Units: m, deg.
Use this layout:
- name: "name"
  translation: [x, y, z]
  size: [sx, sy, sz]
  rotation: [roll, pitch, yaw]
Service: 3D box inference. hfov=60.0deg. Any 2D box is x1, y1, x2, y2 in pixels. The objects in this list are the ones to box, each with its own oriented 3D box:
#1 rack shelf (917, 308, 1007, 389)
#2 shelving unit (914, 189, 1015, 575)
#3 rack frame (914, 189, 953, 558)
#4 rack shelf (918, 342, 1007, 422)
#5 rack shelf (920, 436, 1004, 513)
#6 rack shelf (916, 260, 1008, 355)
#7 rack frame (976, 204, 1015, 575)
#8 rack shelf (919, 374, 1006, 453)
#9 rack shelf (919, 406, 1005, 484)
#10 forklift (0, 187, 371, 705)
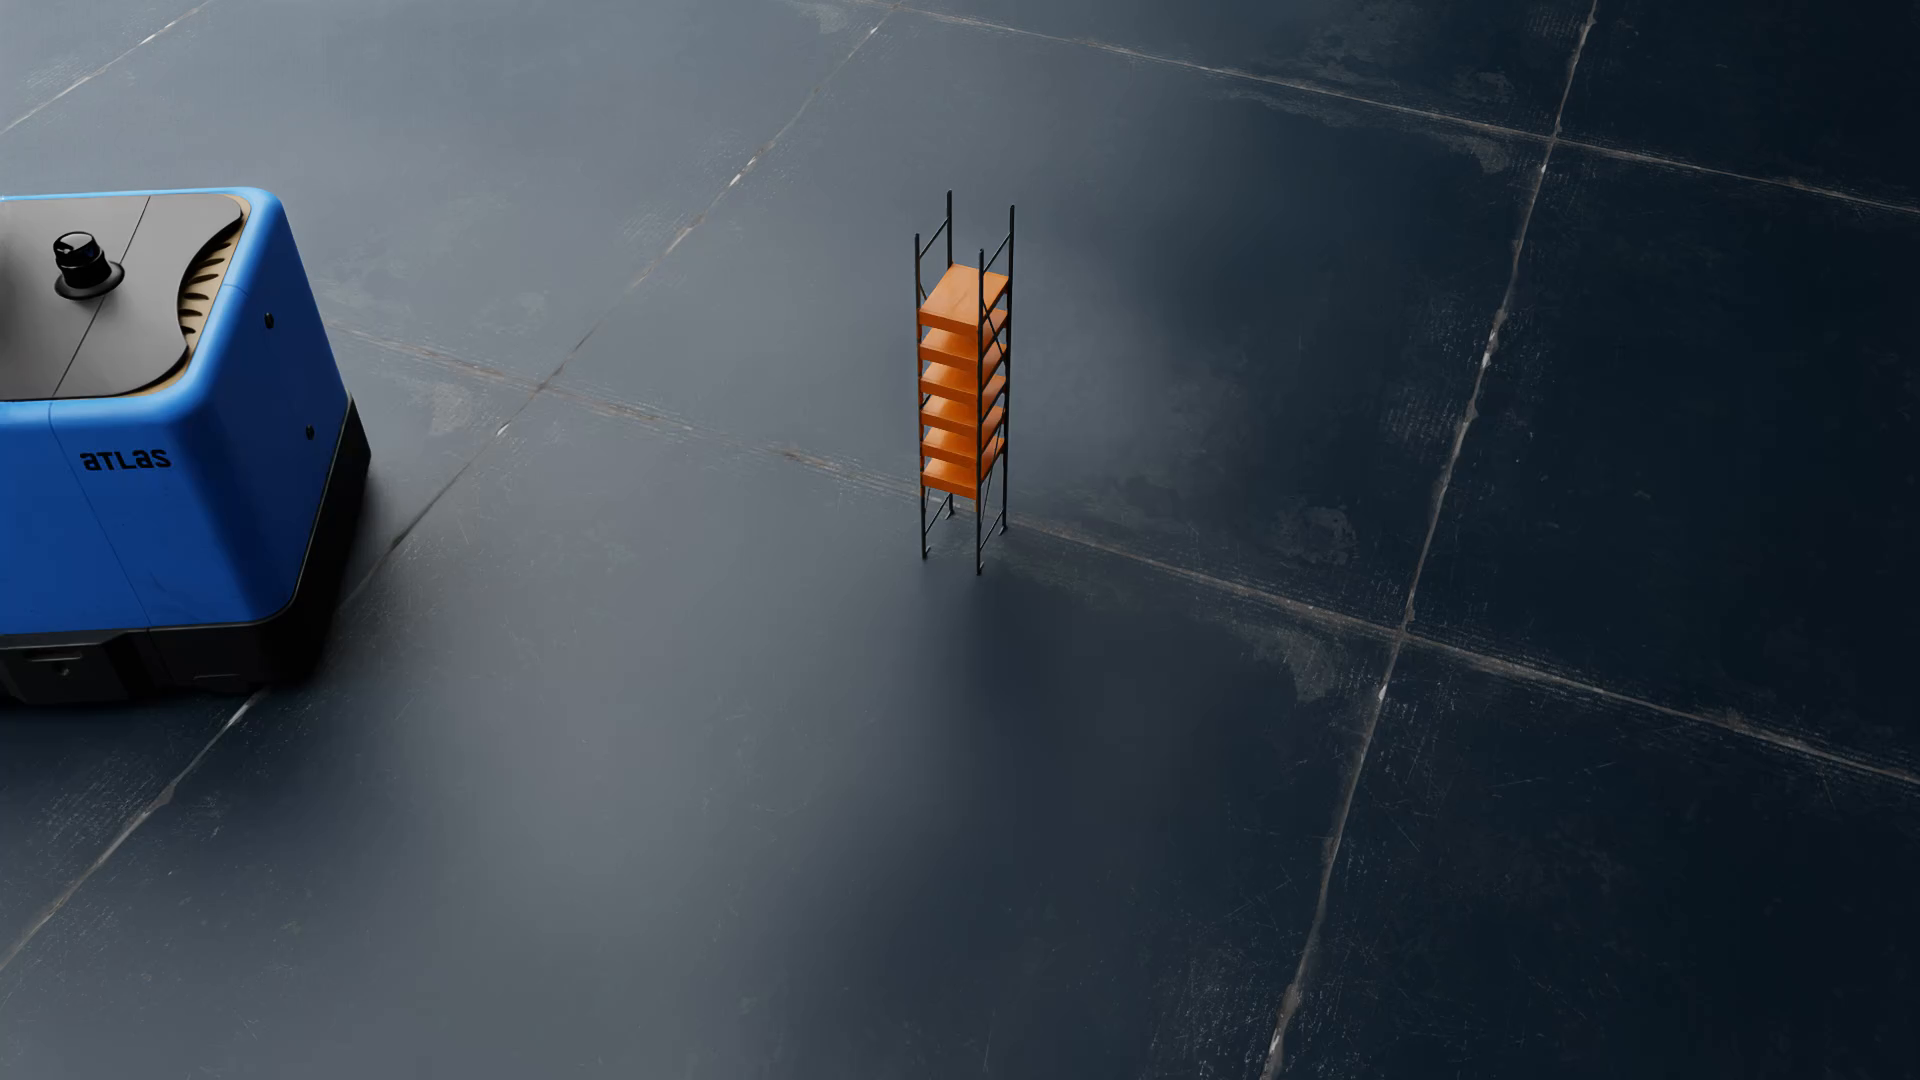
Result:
- name: "rack shelf"
  translation: [0.013, -0.560, 4.685]
  size: [0.180, 0.103, 0.258]
  rotation: [16, 47, 16]
- name: "shelving unit"
  translation: [0.013, -0.421, 4.823]
  size: [0.189, 1.200, 0.258]
  rotation: [16, 47, 16]
- name: "rack frame"
  translation: [-0.071, -0.446, 4.848]
  size: [0.006, 1.200, 0.240]
  rotation: [16, 47, 16]
- name: "rack shelf"
  translation: [0.013, -0.475, 4.770]
  size: [0.180, 0.103, 0.258]
  rotation: [16, 47, 16]
- name: "rack shelf"
  translation: [0.013, -0.220, 5.023]
  size: [0.180, 0.103, 0.258]
  rotation: [16, 47, 16]
- name: "rack shelf"
  translation: [0.013, -0.645, 4.600]
  size: [0.180, 0.103, 0.258]
  rotation: [16, 47, 16]
- name: "rack frame"
  translation: [0.098, -0.397, 4.798]
  size: [0.006, 1.200, 0.240]
  rotation: [16, 47, 16]
- name: "rack shelf"
  translation: [0.013, -0.390, 4.854]
  size: [0.180, 0.103, 0.258]
  rotation: [16, 47, 16]
- name: "rack shelf"
  translation: [0.013, -0.305, 4.939]
  size: [0.180, 0.103, 0.258]
  rotation: [16, 47, 16]
- name: "forklift"
  translation: [-3.398, -0.879, 4.056]
  size: [3.031, 2.935, 1.130]
  rotation: [-3, 45, -3]
